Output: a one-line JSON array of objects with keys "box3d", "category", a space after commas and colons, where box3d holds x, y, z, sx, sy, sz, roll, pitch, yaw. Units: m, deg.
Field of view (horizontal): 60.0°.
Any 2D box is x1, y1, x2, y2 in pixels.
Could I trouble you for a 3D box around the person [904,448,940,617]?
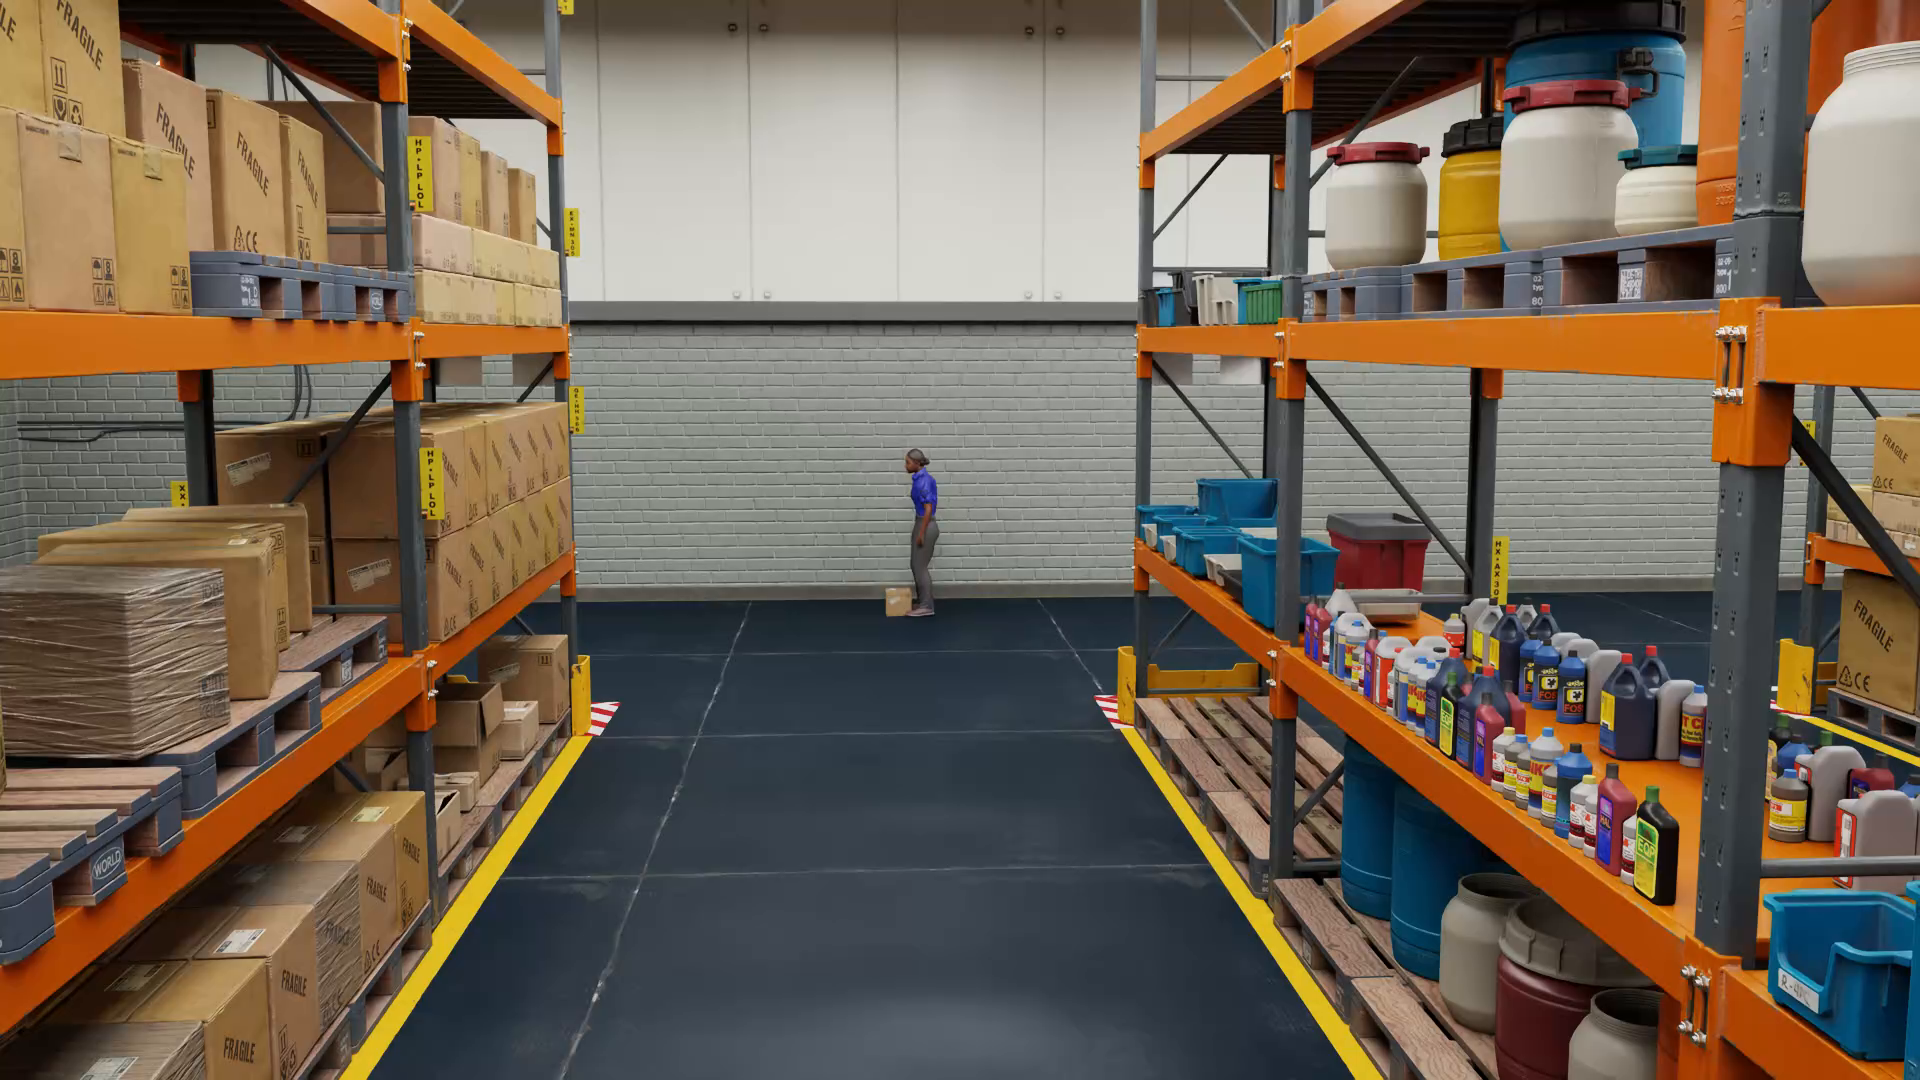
[{"box3d": [-0.382, -0.082, 16.445, 0.348, 1.654, 0.507, -1, 7, -6], "category": "person"}]
